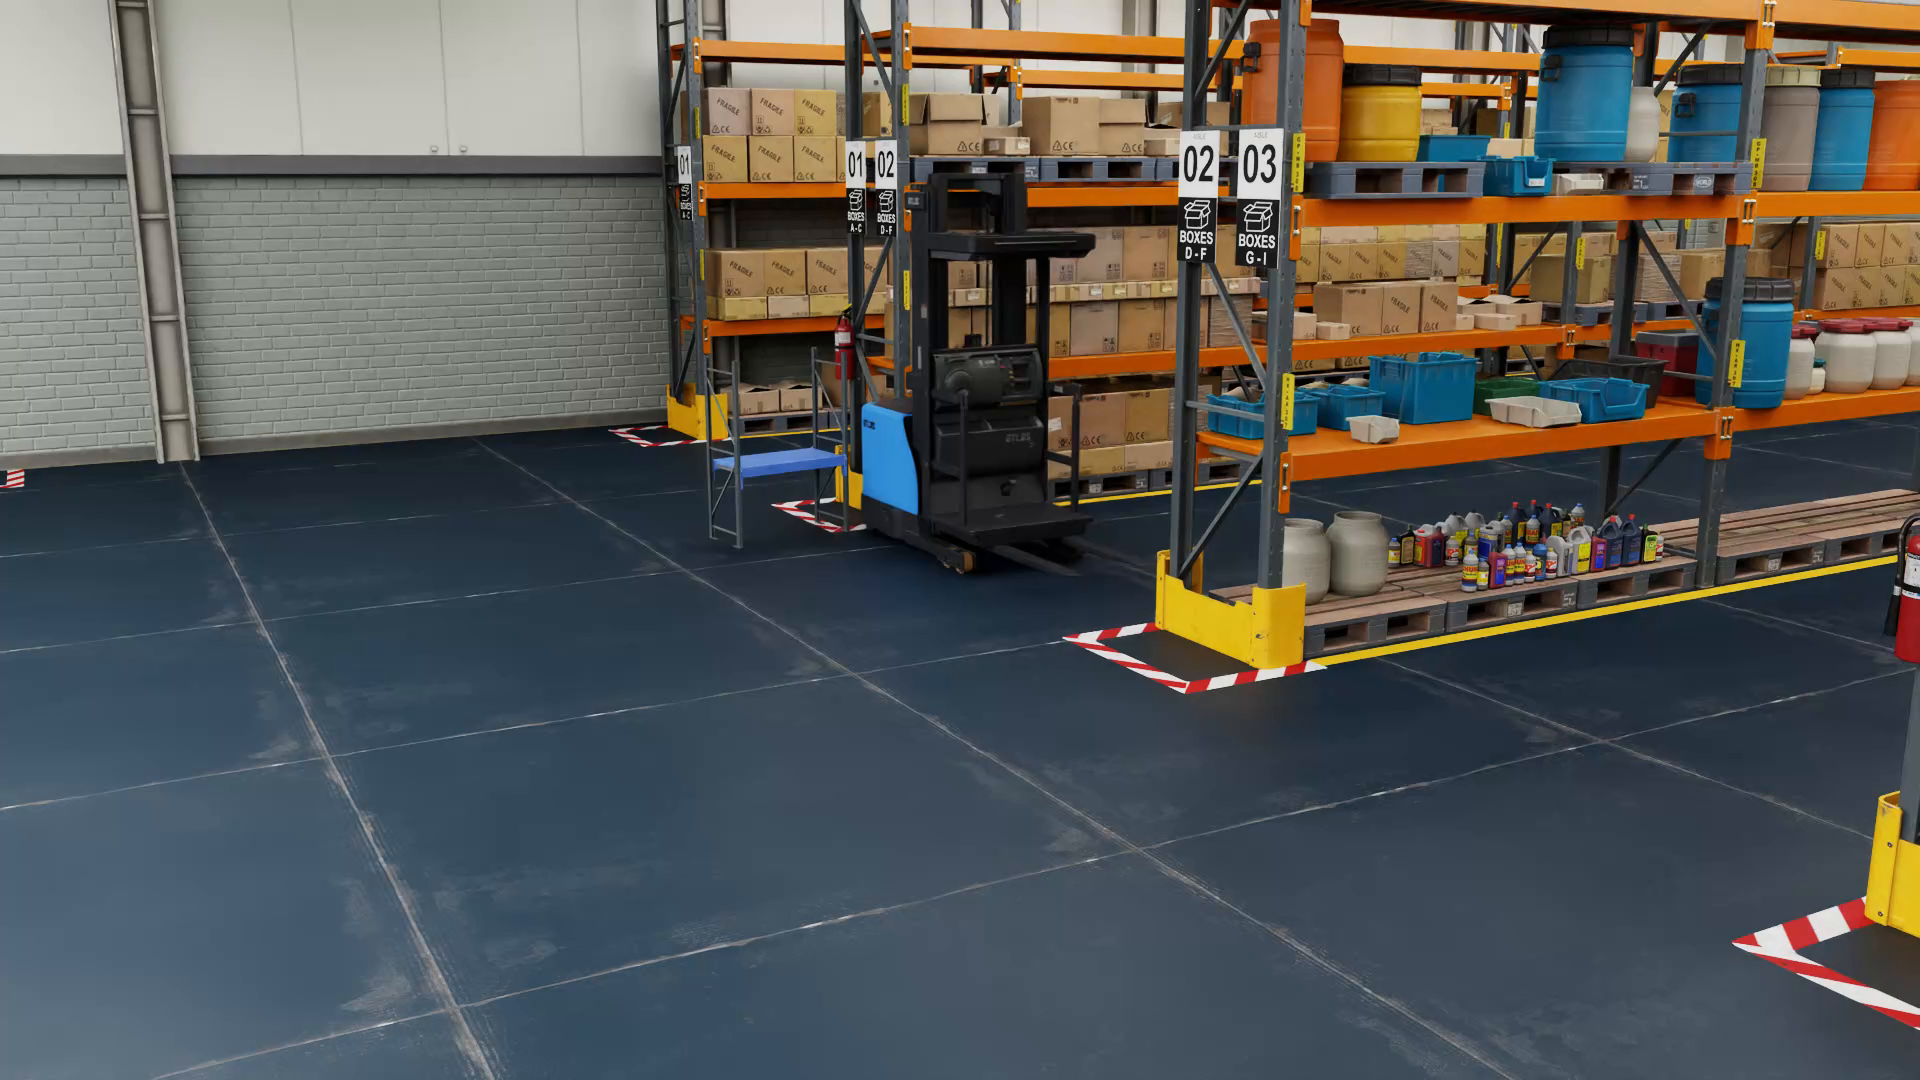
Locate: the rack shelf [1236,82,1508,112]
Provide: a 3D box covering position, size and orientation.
[{"bbox_3d":[5.694,-6.126,22.886,4.000,0.370,1.077,-7,14,-28],"label":"rack shelf"}]

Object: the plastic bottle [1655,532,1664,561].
[{"bbox_3d":[5.005,0.043,11.955,0.097,0.201,0.097,0,13,0],"label":"plastic bottle"}]

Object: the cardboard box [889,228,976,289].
[{"bbox_3d":[-0.244,-2.473,14.585,0.500,0.500,0.700,-7,14,-28],"label":"cardboard box"}]

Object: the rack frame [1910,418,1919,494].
[{"bbox_3d":[8.685,-1.626,14.003,0.127,3.000,1.000,-7,14,-28],"label":"rack frame"}]

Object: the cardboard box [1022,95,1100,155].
[{"bbox_3d":[0.882,-3.647,14.647,0.500,0.500,0.500,-7,14,-28],"label":"cardboard box"}]

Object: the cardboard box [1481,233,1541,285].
[{"bbox_3d":[7.933,-4.156,24.563,0.700,0.700,0.980,-7,14,-27],"label":"cardboard box"}]

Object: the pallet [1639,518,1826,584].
[{"bbox_3d":[5.845,0.065,12.839,1.213,0.211,1.003,-7,14,-28],"label":"pallet"}]

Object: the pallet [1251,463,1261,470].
[{"bbox_3d":[3.432,-0.885,17.060,1.213,0.211,1.003,-7,14,-28],"label":"pallet"}]

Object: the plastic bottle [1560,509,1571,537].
[{"bbox_3d":[4.465,-0.086,12.344,0.133,0.283,0.061,-7,14,-28],"label":"plastic bottle"}]

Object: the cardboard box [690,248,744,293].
[{"bbox_3d":[-2.772,-3.087,19.081,0.500,0.500,0.500,-7,14,-28],"label":"cardboard box"}]

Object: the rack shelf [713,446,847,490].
[{"bbox_3d":[-1.493,-0.599,13.675,1.000,0.185,0.538,-9,16,-36],"label":"rack shelf"}]

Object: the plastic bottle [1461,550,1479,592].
[{"bbox_3d":[3.404,0.201,11.095,0.097,0.271,0.097,0,13,0],"label":"plastic bottle"}]

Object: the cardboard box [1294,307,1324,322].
[{"bbox_3d":[3.488,-2.223,16.959,0.258,0.266,0.396,-7,15,-29],"label":"cardboard box"}]

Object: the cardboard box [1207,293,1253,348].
[{"bbox_3d":[2.418,-2.161,16.153,0.500,0.500,0.700,-7,15,-29],"label":"cardboard box"}]

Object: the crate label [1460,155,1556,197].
[{"bbox_3d":[3.465,-2.309,10.542,0.408,0.251,0.502,-7,14,-28],"label":"crate label"}]

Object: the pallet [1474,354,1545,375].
[{"bbox_3d":[8.154,-2.661,24.951,1.213,0.211,1.003,-7,14,-28],"label":"pallet"}]

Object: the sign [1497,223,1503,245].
[{"bbox_3d":[7.718,-4.379,23.778,0.005,0.325,0.100,-7,14,-28],"label":"sign"}]

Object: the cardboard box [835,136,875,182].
[{"bbox_3d":[-1.268,-4.368,19.082,0.500,0.500,0.500,-6,14,-24],"label":"cardboard box"}]

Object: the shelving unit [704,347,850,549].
[{"bbox_3d":[-1.493,-0.775,13.635,1.048,1.500,0.538,-9,16,-36],"label":"shelving unit"}]

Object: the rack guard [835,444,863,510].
[{"bbox_3d":[-0.728,-0.517,14.770,0.348,0.500,1.175,-7,14,-28],"label":"rack guard"}]

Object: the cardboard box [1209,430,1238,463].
[{"bbox_3d":[2.502,-0.933,16.228,0.500,0.250,0.500,-7,14,-28],"label":"cardboard box"}]

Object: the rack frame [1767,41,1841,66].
[{"bbox_3d":[9.826,-5.929,19.457,0.127,3.000,1.000,-7,14,-28],"label":"rack frame"}]

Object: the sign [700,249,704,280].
[{"bbox_3d":[-2.823,-3.012,18.187,0.005,0.325,0.100,-7,14,-28],"label":"sign"}]

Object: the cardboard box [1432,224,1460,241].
[{"bbox_3d":[6.709,-4.375,23.560,0.500,0.250,0.500,-6,14,-27],"label":"cardboard box"}]

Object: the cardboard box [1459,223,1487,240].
[{"bbox_3d":[7.162,-4.427,23.791,0.500,0.250,0.500,-6,14,-26],"label":"cardboard box"}]

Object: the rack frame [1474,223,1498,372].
[{"bbox_3d":[7.449,-3.956,24.356,0.127,3.000,1.000,-7,14,-28],"label":"rack frame"}]

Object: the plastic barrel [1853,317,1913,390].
[{"bbox_3d":[7.143,-1.453,12.923,0.433,0.535,0.433,0,13,0],"label":"plastic barrel"}]

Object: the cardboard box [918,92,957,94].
[{"bbox_3d":[-0.361,-4.959,19.431,0.500,0.500,0.500,-6,14,-25],"label":"cardboard box"}]

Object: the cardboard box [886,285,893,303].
[{"bbox_3d":[-0.463,-2.182,14.766,0.250,0.149,0.380,-7,15,-29],"label":"cardboard box"}]

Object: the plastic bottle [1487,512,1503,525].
[{"bbox_3d":[3.936,-0.061,12.231,0.133,0.283,0.061,-6,14,-25],"label":"plastic bottle"}]

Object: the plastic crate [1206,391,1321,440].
[{"bbox_3d":[1.959,-0.822,10.770,0.616,0.251,0.499,-7,14,-28],"label":"plastic crate"}]

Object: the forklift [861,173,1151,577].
[{"bbox_3d":[0.328,-1.291,12.668,1.130,2.935,3.031,-7,14,-28],"label":"forklift"}]

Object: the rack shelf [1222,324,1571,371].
[{"bbox_3d":[4.560,-2.020,17.390,4.000,0.370,1.077,-7,14,-28],"label":"rack shelf"}]

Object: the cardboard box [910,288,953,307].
[{"bbox_3d":[-0.259,-2.104,14.423,0.250,0.149,0.380,-7,14,-28],"label":"cardboard box"}]

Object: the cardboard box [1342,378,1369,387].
[{"bbox_3d":[4.358,-1.555,17.717,0.500,0.311,0.500,-7,14,-29],"label":"cardboard box"}]

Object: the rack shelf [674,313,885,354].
[{"bbox_3d":[-1.328,-2.553,19.761,4.000,0.370,1.077,-7,14,-28],"label":"rack shelf"}]

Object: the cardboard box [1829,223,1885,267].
[{"bbox_3d":[10.827,-3.588,20.216,0.500,0.500,0.500,-7,15,-30],"label":"cardboard box"}]

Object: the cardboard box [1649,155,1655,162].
[{"bbox_3d":[7.130,-4.199,18.377,0.500,0.500,0.910,-7,14,-28],"label":"cardboard box"}]

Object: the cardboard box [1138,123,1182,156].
[{"bbox_3d":[1.762,-3.794,15.733,0.500,0.311,0.500,-8,15,-31],"label":"cardboard box"}]

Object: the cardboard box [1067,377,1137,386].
[{"bbox_3d":[1.370,-1.296,16.134,0.500,0.500,0.500,-7,14,-28],"label":"cardboard box"}]

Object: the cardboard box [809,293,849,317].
[{"bbox_3d":[-1.604,-2.730,19.205,0.500,0.250,0.500,-7,15,-29],"label":"cardboard box"}]

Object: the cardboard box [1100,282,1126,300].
[{"bbox_3d":[1.321,-2.294,15.265,0.250,0.149,0.380,-6,14,-26],"label":"cardboard box"}]

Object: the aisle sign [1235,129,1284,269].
[{"bbox_3d":[1.741,-1.989,9.693,0.004,0.787,0.394,-7,14,-28],"label":"aisle sign"}]

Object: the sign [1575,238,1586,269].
[{"bbox_3d":[6.584,-3.039,17.645,0.005,0.325,0.100,-7,14,-28],"label":"sign"}]

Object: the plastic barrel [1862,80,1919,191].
[{"bbox_3d":[7.286,-3.186,13.123,0.708,0.830,0.600,-7,14,-28],"label":"plastic barrel"}]

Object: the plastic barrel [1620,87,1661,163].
[{"bbox_3d":[4.702,-2.921,11.712,0.421,0.512,0.421,0,13,0],"label":"plastic barrel"}]

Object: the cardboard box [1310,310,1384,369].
[{"bbox_3d":[5.419,-2.834,23.312,0.750,0.750,0.750,-7,14,-28],"label":"cardboard box"}]

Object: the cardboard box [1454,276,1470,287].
[{"bbox_3d":[7.078,-3.722,23.843,0.250,0.149,0.380,-7,14,-27],"label":"cardboard box"}]

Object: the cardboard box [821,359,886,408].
[{"bbox_3d":[-1.265,-1.872,19.786,0.500,0.500,0.700,-8,15,-31],"label":"cardboard box"}]

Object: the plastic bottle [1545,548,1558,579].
[{"bbox_3d":[4.060,0.157,11.452,0.097,0.201,0.097,0,13,0],"label":"plastic bottle"}]

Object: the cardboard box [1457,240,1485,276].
[{"bbox_3d":[7.165,-4.063,23.879,0.500,0.500,0.500,-7,15,-29],"label":"cardboard box"}]

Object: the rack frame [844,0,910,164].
[{"bbox_3d":[-0.707,-4.666,13.848,0.127,3.000,1.000,-7,14,-28],"label":"rack frame"}]

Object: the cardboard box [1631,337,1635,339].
[{"bbox_3d":[10.394,-3.269,26.042,0.500,0.500,0.700,-7,14,-28],"label":"cardboard box"}]

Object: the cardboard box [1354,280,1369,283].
[{"bbox_3d":[5.454,-3.553,23.093,0.250,0.149,0.380,-7,14,-27],"label":"cardboard box"}]

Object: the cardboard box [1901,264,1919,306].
[{"bbox_3d":[11.738,-3.212,20.823,0.500,0.500,0.500,-7,14,-29],"label":"cardboard box"}]

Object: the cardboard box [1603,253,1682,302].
[{"bbox_3d":[7.708,-2.982,18.844,0.500,0.500,0.700,-4,13,-17],"label":"cardboard box"}]

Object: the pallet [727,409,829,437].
[{"bbox_3d":[-2.287,-1.420,19.438,1.213,0.211,1.003,-7,14,-28],"label":"pallet"}]
